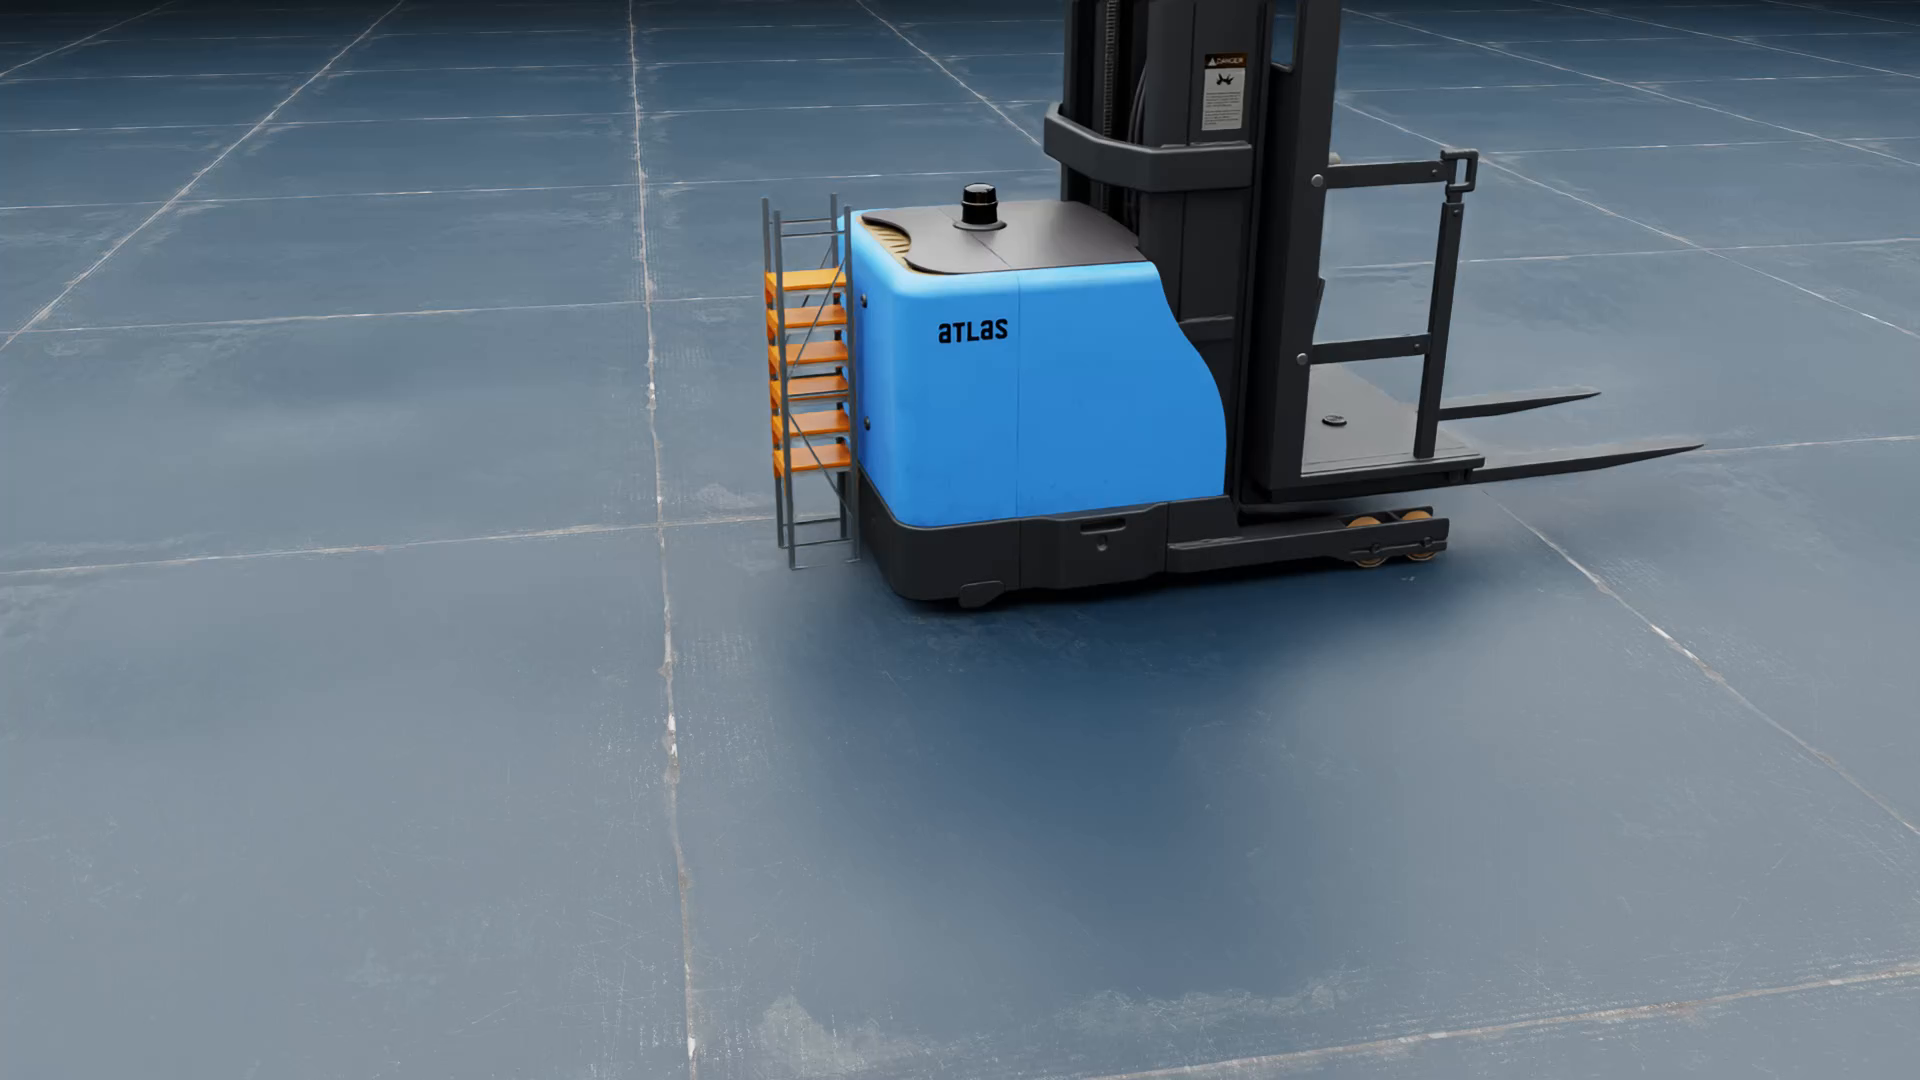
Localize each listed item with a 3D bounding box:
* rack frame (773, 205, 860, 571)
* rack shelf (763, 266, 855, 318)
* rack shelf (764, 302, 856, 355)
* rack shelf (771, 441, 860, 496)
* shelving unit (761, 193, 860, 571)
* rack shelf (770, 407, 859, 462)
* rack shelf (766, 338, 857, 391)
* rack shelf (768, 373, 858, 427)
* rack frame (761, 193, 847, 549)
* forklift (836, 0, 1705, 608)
[{"bbox_3d":[-0.452,-0.463,5.312,0.240,1.200,0.006,-7,25,-16],"label":"rack frame"},{"bbox_3d":[-0.479,-0.788,5.266,0.258,0.103,0.180,-7,25,-16],"label":"rack shelf"},{"bbox_3d":[-0.479,-0.678,5.314,0.258,0.103,0.180,-7,25,-16],"label":"rack shelf"},{"bbox_3d":[-0.479,-0.238,5.506,0.258,0.103,0.180,-7,25,-16],"label":"rack shelf"},{"bbox_3d":[-0.479,-0.498,5.392,0.258,1.200,0.189,-7,25,-16],"label":"shelving unit"},{"bbox_3d":[-0.479,-0.348,5.458,0.258,0.103,0.180,-7,25,-16],"label":"rack shelf"},{"bbox_3d":[-0.479,-0.568,5.362,0.258,0.103,0.180,-7,25,-16],"label":"rack shelf"},{"bbox_3d":[-0.479,-0.458,5.410,0.258,0.103,0.180,-7,25,-16],"label":"rack shelf"},{"bbox_3d":[-0.506,-0.533,5.472,0.240,1.200,0.006,-7,25,-16],"label":"rack frame"},{"bbox_3d":[1.136,-1.447,5.401,3.031,2.935,1.130,-6,24,-15],"label":"forklift"}]
